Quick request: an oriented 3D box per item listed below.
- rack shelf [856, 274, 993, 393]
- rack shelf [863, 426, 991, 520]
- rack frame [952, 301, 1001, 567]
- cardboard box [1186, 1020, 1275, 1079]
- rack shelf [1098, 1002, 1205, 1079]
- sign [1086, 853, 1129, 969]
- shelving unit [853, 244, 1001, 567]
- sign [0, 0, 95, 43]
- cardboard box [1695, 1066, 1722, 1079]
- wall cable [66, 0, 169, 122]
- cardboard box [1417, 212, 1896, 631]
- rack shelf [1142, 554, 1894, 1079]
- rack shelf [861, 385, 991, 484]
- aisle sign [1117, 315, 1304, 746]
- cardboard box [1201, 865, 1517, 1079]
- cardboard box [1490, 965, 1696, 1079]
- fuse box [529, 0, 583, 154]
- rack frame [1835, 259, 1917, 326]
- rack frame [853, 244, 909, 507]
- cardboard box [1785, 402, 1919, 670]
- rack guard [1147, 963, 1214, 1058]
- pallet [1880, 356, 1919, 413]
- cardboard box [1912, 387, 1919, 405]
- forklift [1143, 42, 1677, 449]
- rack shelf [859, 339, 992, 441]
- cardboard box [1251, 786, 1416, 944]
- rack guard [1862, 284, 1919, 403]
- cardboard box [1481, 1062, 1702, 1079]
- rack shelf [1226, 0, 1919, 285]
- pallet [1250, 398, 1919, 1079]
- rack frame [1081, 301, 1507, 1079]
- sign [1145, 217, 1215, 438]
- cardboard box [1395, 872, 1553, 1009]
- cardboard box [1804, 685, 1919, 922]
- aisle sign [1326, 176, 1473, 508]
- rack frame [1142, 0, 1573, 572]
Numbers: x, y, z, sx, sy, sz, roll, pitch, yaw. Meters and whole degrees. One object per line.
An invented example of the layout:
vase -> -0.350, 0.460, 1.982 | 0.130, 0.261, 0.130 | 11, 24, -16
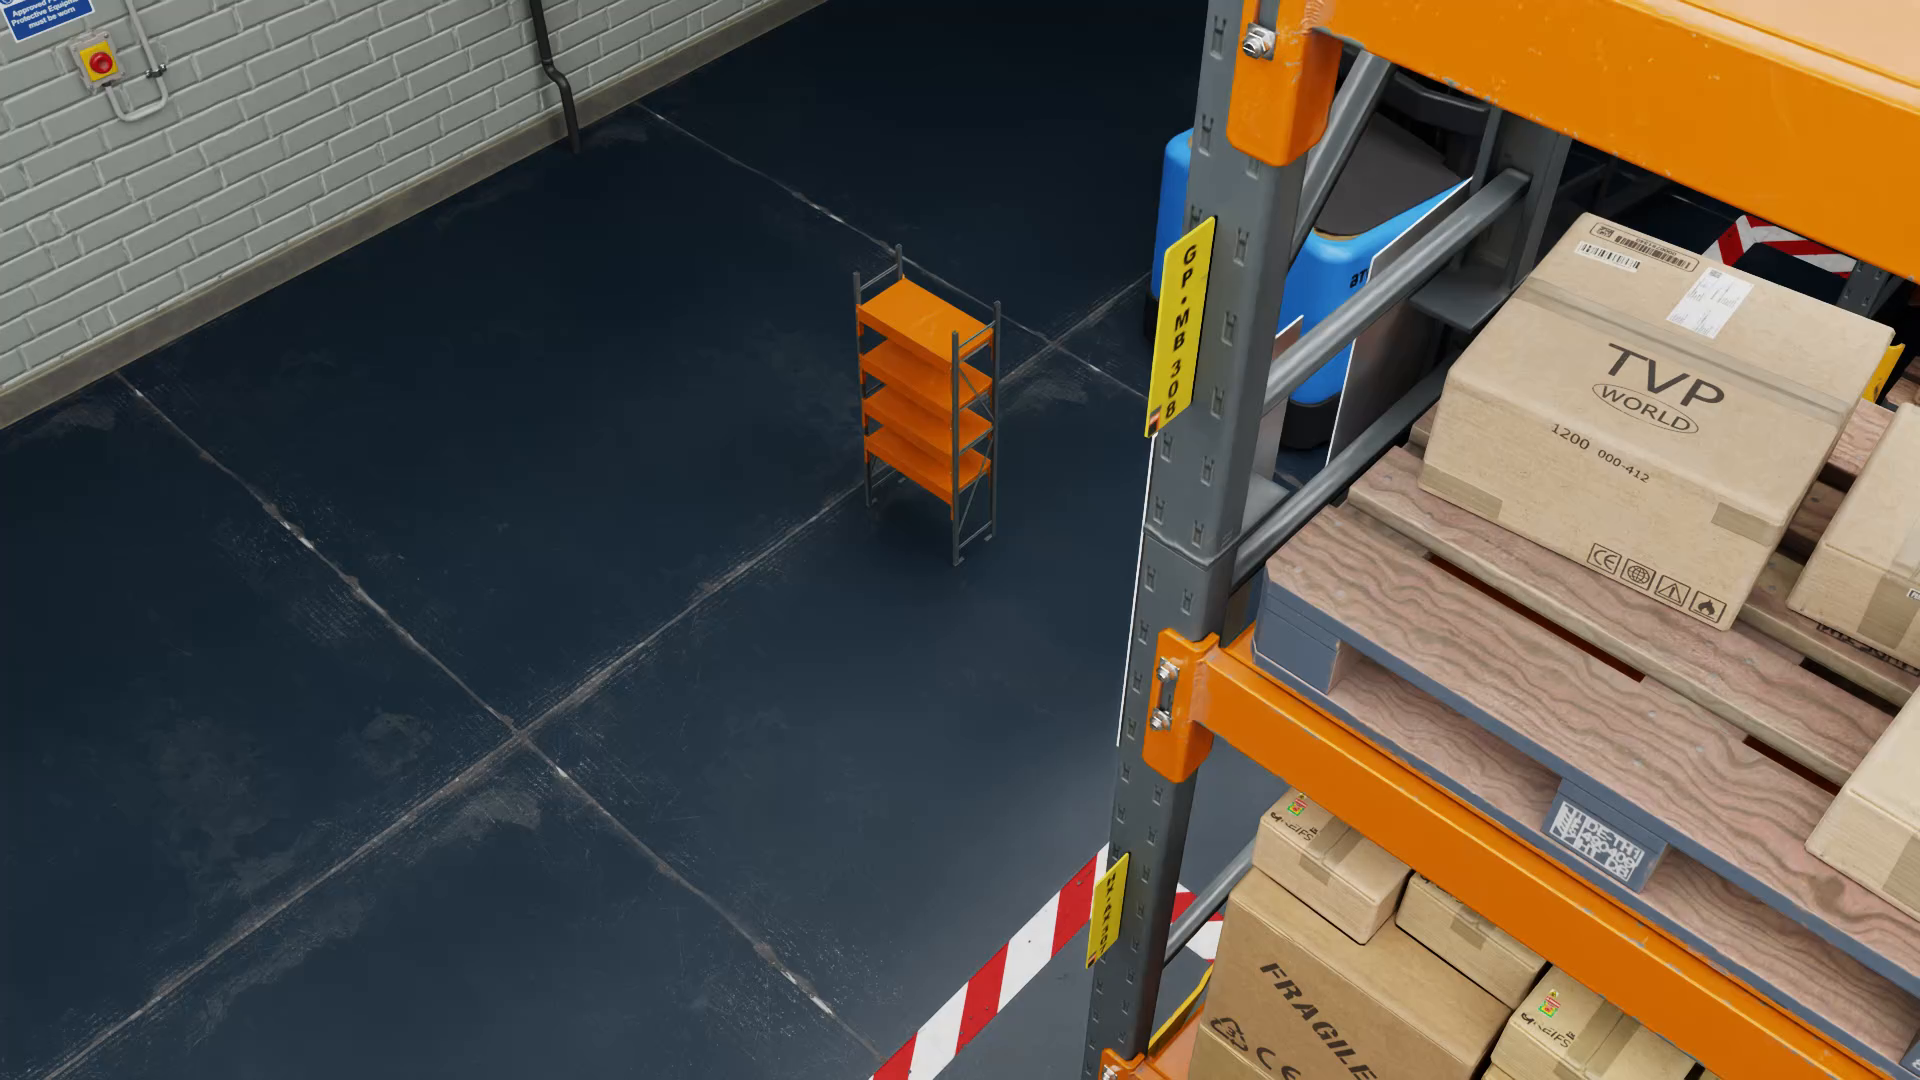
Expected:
rack shelf -> -0.122, -0.762, 6.103 | 0.480, 0.148, 0.258 | 34, 55, 28
rack shelf -> -0.122, -0.311, 6.583 | 0.480, 0.148, 0.258 | 34, 55, 28
rack frame -> 0.058, -0.372, 6.276 | 0.015, 1.200, 0.240 | 34, 55, 28
cardboard box -> 0.834, 1.135, 3.558 | 0.500, 0.500, 0.500 | 34, 55, 27
rack shelf -> 2.146, 2.013, 3.296 | 4.000, 0.370, 1.077 | 34, 55, 28
sign -> 0.295, 0.749, 3.341 | 0.005, 0.325, 0.100 | 34, 55, 28
shelving unit -> -0.122, -0.493, 6.389 | 0.503, 1.200, 0.258 | 34, 55, 28
sign -> -3.561, -2.094, 6.474 | 0.001, 0.218, 0.327 | 34, 55, 28
cardboard box -> 1.309, 0.905, 2.643 | 0.250, 0.149, 0.380 | 32, 55, 27
wall cable -> -3.484, -2.356, 6.186 | 0.123, 1.953, 0.585 | 34, 55, 28
cardboard box -> 1.068, -0.201, 2.570 | 0.500, 0.250, 0.500 | 29, 53, 25
rack shelf -> 2.146, 0.986, 2.202 | 4.000, 0.370, 1.077 | 34, 55, 28
rack shelf -> -0.122, -0.446, 6.438 | 0.480, 0.148, 0.258 | 34, 55, 28
aisle sign -> 0.426, 0.008, 2.902 | 0.004, 0.787, 0.394 | 34, 55, 28
cardboard box -> 0.835, 0.791, 3.195 | 0.500, 0.500, 0.500 | 33, 55, 27
cardboard box -> 1.103, 0.785, 2.756 | 0.250, 0.149, 0.380 | 36, 56, 29
fuse box -> -1.952, -2.610, 8.027 | 0.414, 1.711, 0.539 | 34, 55, 28
rack frame -> 4.040, -1.883, 6.460 | 0.127, 3.000, 1.000 | 34, 55, 28
rack frame -> -0.301, -0.613, 6.503 | 0.015, 1.200, 0.240 | 34, 55, 28
cardboard box -> 1.430, -0.002, 2.452 | 0.250, 0.149, 0.380 | 30, 54, 25
rack guard -> 0.658, 1.622, 4.884 | 0.348, 0.500, 1.175 | 34, 55, 28
pallet -> 4.682, -0.497, 7.072 | 1.213, 0.211, 1.003 | 34, 55, 28
cardboard box -> 4.425, -0.819, 6.886 | 0.637, 0.503, 0.797 | 32, 54, 26
forklift -> 2.310, -2.278, 6.879 | 3.031, 2.935, 1.130 | -29, 53, -24
rack shelf -> -0.122, -0.600, 6.275 | 0.480, 0.148, 0.258 | 34, 55, 28
cardboard box -> 0.749, 0.503, 3.020 | 0.250, 0.149, 0.380 | 35, 56, 28
rack guard -> 4.095, -0.990, 7.336 | 0.348, 0.500, 1.175 | 34, 55, 28
cardboard box -> 1.220, 1.043, 2.959 | 0.500, 0.500, 0.500 | 32, 55, 27
rack shelf -> 2.146, 0.097, 1.255 | 4.000, 0.370, 1.077 | 34, 55, 28
pallet -> 1.228, 0.143, 2.562 | 1.213, 0.211, 1.003 | 34, 55, 28
rack frame -> 0.676, 0.778, 3.962 | 0.127, 3.000, 1.000 | 34, 55, 28
sign -> 0.295, -0.281, 2.245 | 0.005, 0.325, 0.100 | 34, 55, 28
cardboard box -> 0.990, 0.595, 2.935 | 0.250, 0.149, 0.380 | 35, 56, 28
cardboard box -> 1.319, 0.320, 2.150 | 0.250, 0.149, 0.380 | 36, 56, 29
aisle sign -> 0.833, -0.314, 3.204 | 0.004, 0.787, 0.394 | 34, 55, 28
rack frame -> 0.676, -1.276, 1.775 | 0.127, 3.000, 1.000 | 34, 55, 28
